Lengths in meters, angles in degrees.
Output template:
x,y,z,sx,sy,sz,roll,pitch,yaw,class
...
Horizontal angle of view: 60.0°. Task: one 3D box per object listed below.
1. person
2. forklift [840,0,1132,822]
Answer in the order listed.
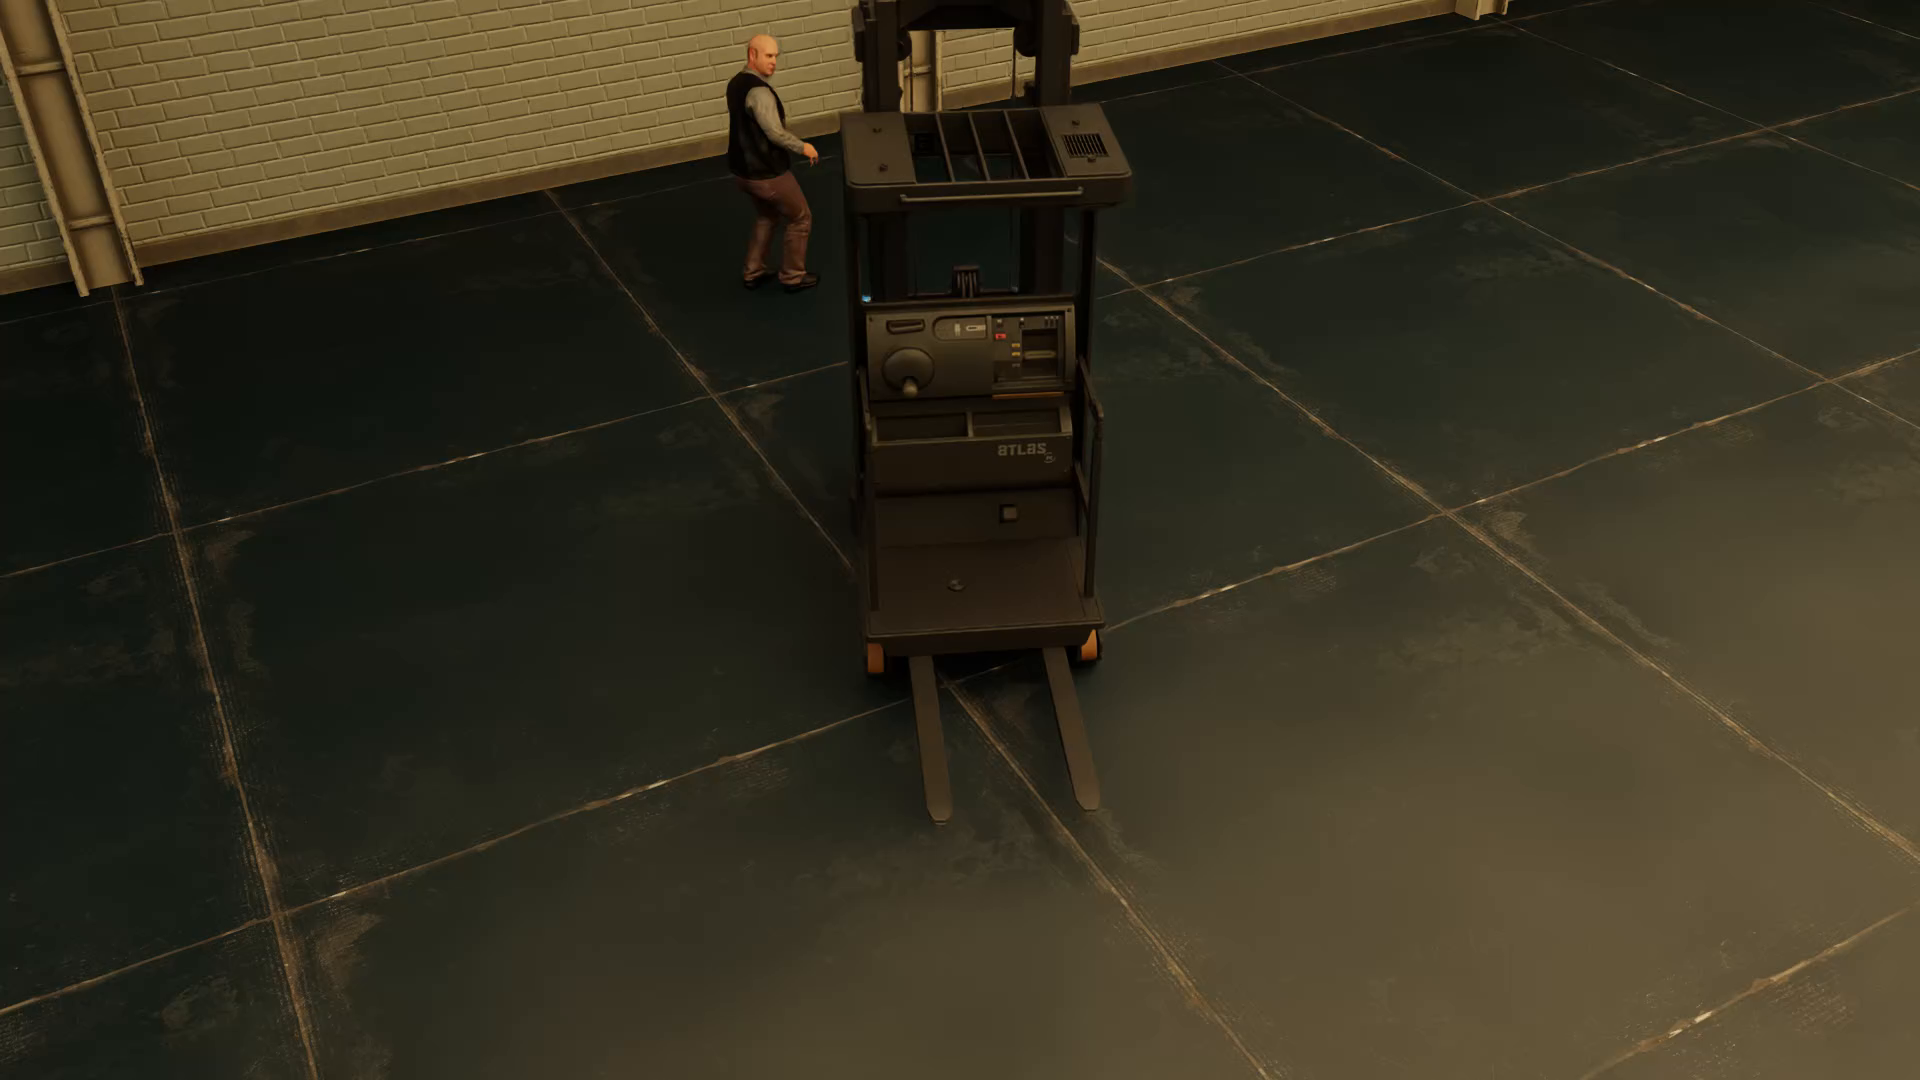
x,y,z,sx,sy,sz,roll,pitch,yaw,class
-1.223,-2.386,10.612,0.524,1.676,0.753,-23,41,-29,person
0.074,-0.775,7.219,1.130,2.935,3.031,-3,35,-5,forklift
